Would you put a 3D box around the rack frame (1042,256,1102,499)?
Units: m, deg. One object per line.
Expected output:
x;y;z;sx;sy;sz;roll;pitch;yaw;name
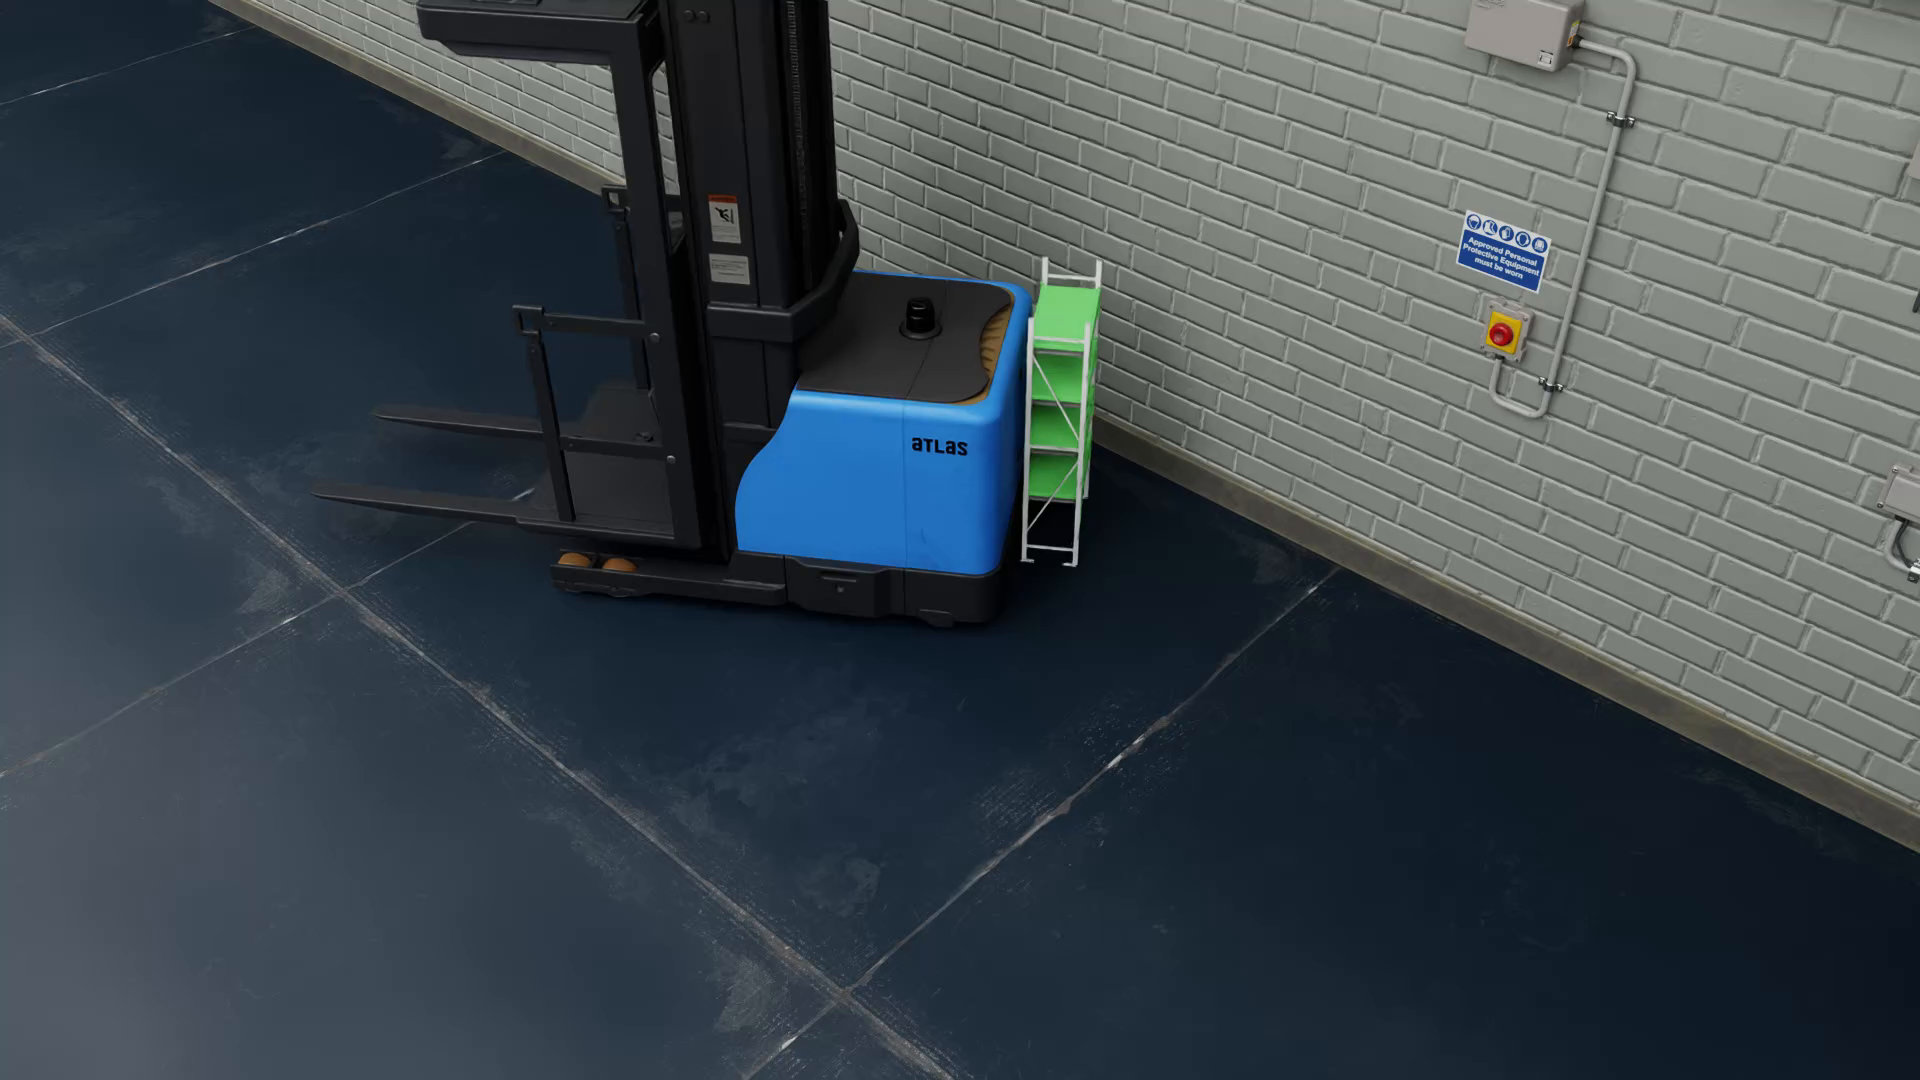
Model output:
0.457;-0.671;7.129;0.240;1.200;0.015;5;39;7;rack frame

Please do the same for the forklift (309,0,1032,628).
-1.254;-1.224;6.435;3.031;2.935;1.130;6;39;8;forklift

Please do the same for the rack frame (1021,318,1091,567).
0.383;-0.371;6.752;0.240;1.200;0.015;5;39;7;rack frame

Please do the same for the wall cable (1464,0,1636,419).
1.923;-1.282;5.610;0.585;1.953;0.123;30;47;32;wall cable

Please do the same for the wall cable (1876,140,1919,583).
2.978;-0.679;4.878;0.588;1.984;0.122;30;47;32;wall cable

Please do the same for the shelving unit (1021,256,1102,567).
0.420;-0.521;6.941;0.258;1.200;0.503;5;39;7;shelving unit

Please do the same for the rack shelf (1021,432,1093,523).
0.420;-0.283;7.130;0.258;0.148;0.480;5;39;7;rack shelf

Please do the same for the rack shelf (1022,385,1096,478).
0.420;-0.471;6.980;0.258;0.148;0.480;5;39;7;rack shelf

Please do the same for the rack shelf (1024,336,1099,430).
0.420;-0.658;6.831;0.258;0.148;0.480;5;39;7;rack shelf

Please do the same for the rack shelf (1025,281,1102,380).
0.420;-0.846;6.682;0.258;0.148;0.480;5;39;7;rack shelf

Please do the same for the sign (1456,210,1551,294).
1.929;-1.026;5.913;0.327;0.218;0.001;30;47;32;sign
